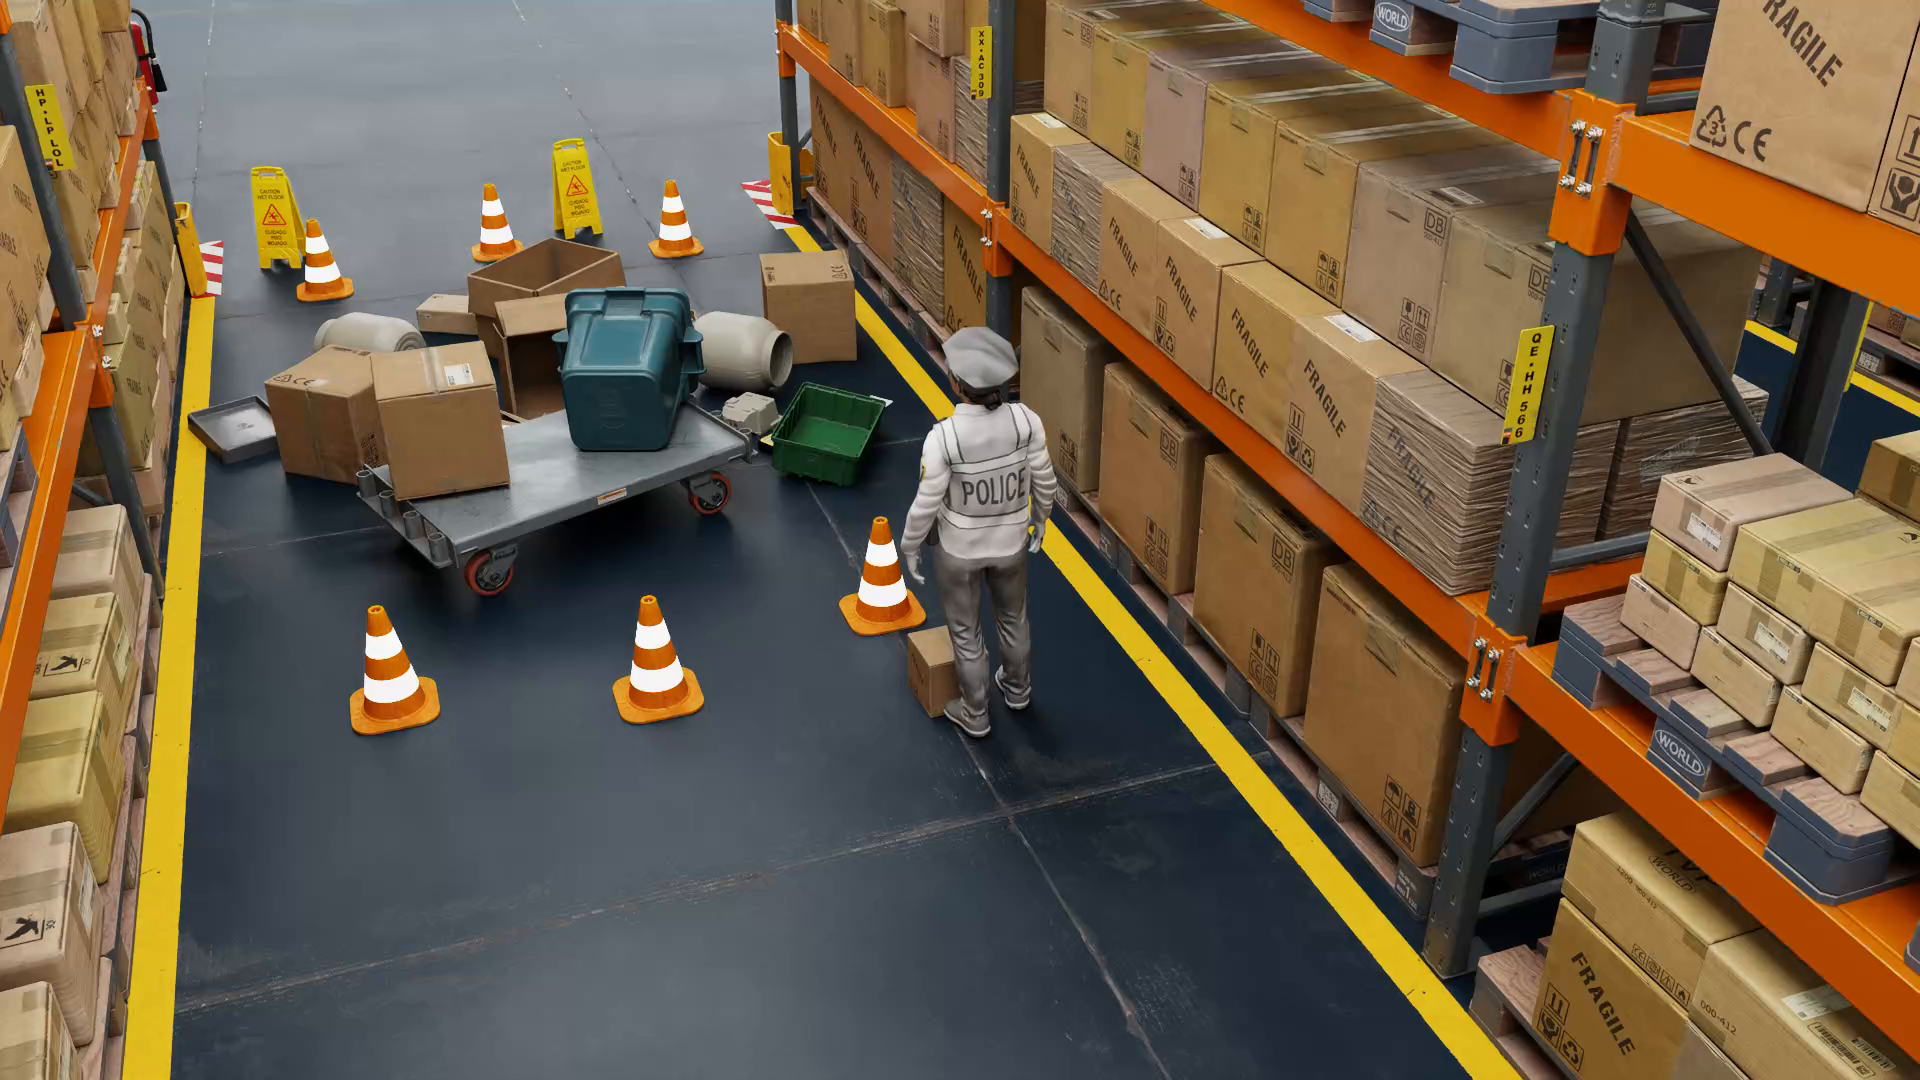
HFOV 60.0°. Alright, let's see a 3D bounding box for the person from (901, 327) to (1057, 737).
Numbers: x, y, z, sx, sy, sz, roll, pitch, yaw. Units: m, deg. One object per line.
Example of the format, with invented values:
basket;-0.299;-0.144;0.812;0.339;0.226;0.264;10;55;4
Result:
person;0.051;-0.024;6.119;0.586;1.695;0.532;-10;32;-17
